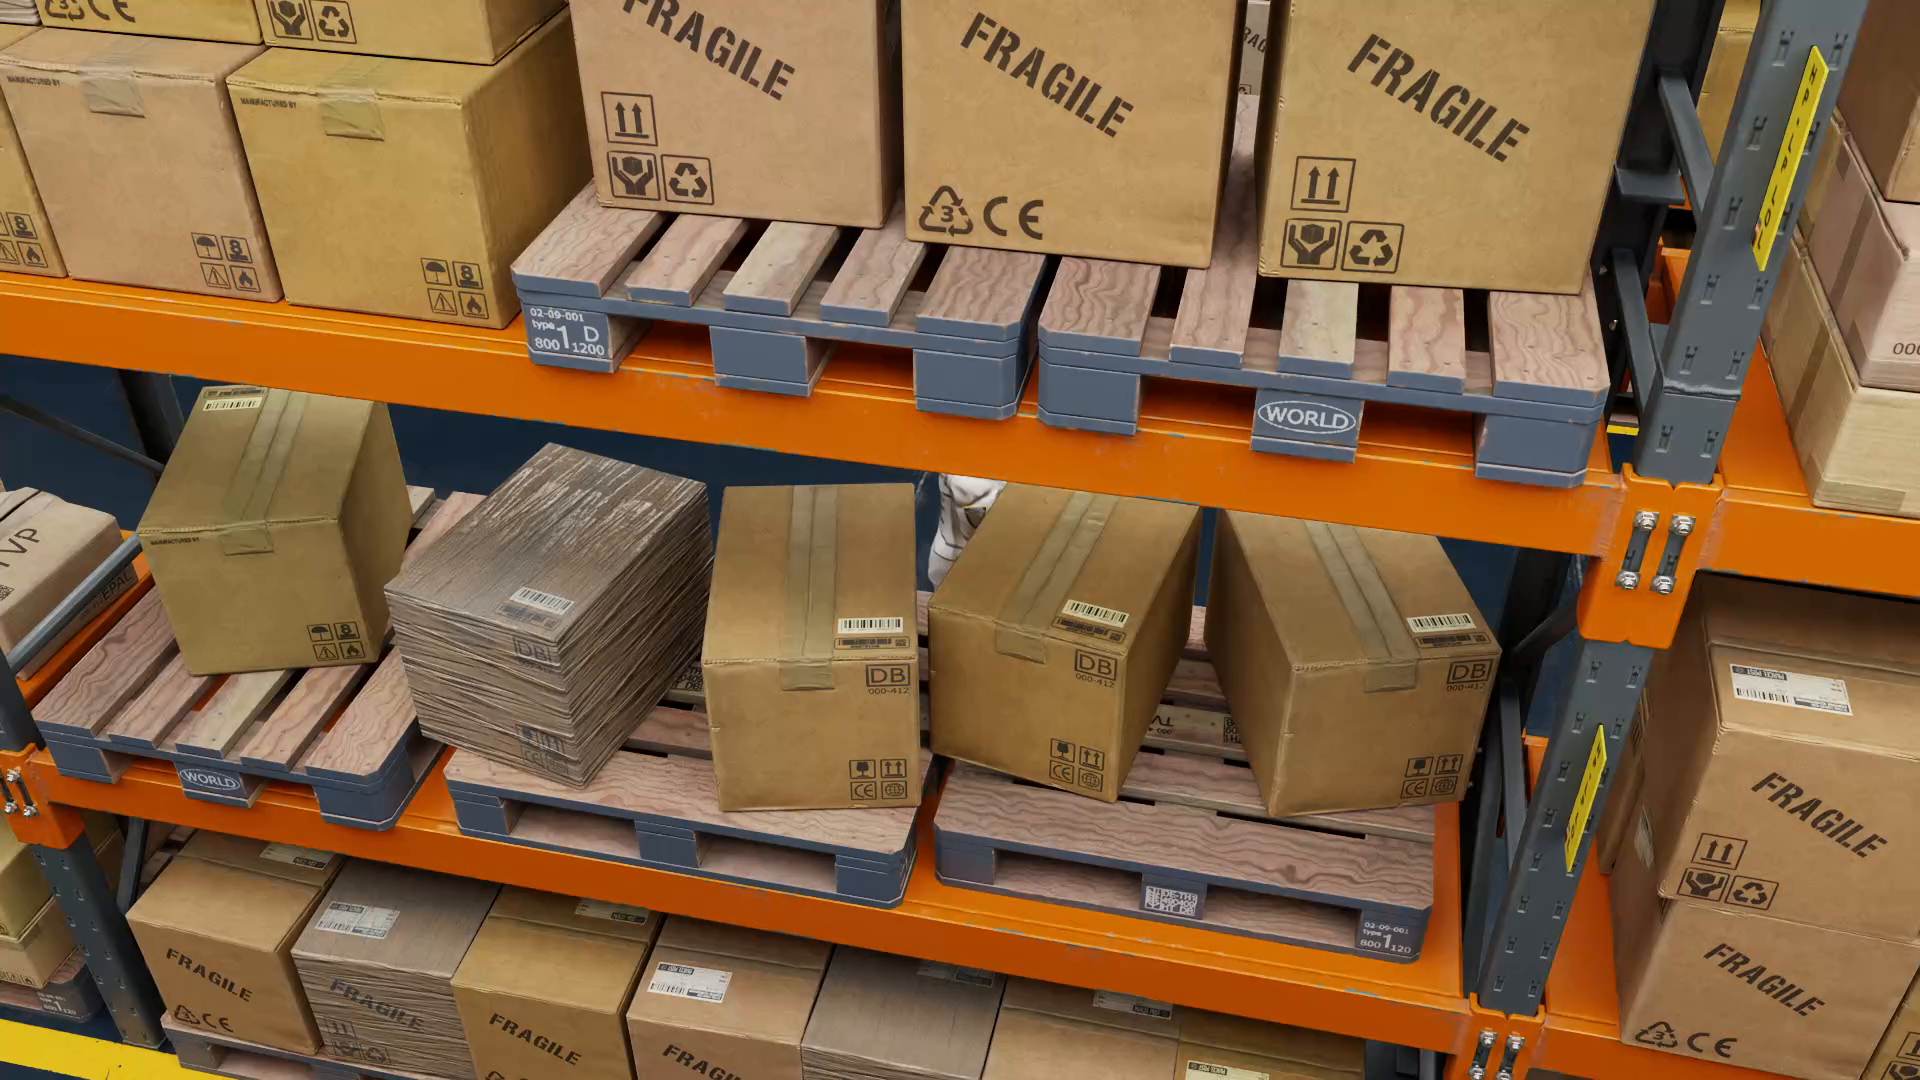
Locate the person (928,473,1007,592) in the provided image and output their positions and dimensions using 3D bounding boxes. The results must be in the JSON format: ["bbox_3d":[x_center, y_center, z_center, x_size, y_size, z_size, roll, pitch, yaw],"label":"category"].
[{"bbox_3d":[0.142,0.112,5.990,0.491,1.671,0.493,8,38,10],"label":"person"}]
